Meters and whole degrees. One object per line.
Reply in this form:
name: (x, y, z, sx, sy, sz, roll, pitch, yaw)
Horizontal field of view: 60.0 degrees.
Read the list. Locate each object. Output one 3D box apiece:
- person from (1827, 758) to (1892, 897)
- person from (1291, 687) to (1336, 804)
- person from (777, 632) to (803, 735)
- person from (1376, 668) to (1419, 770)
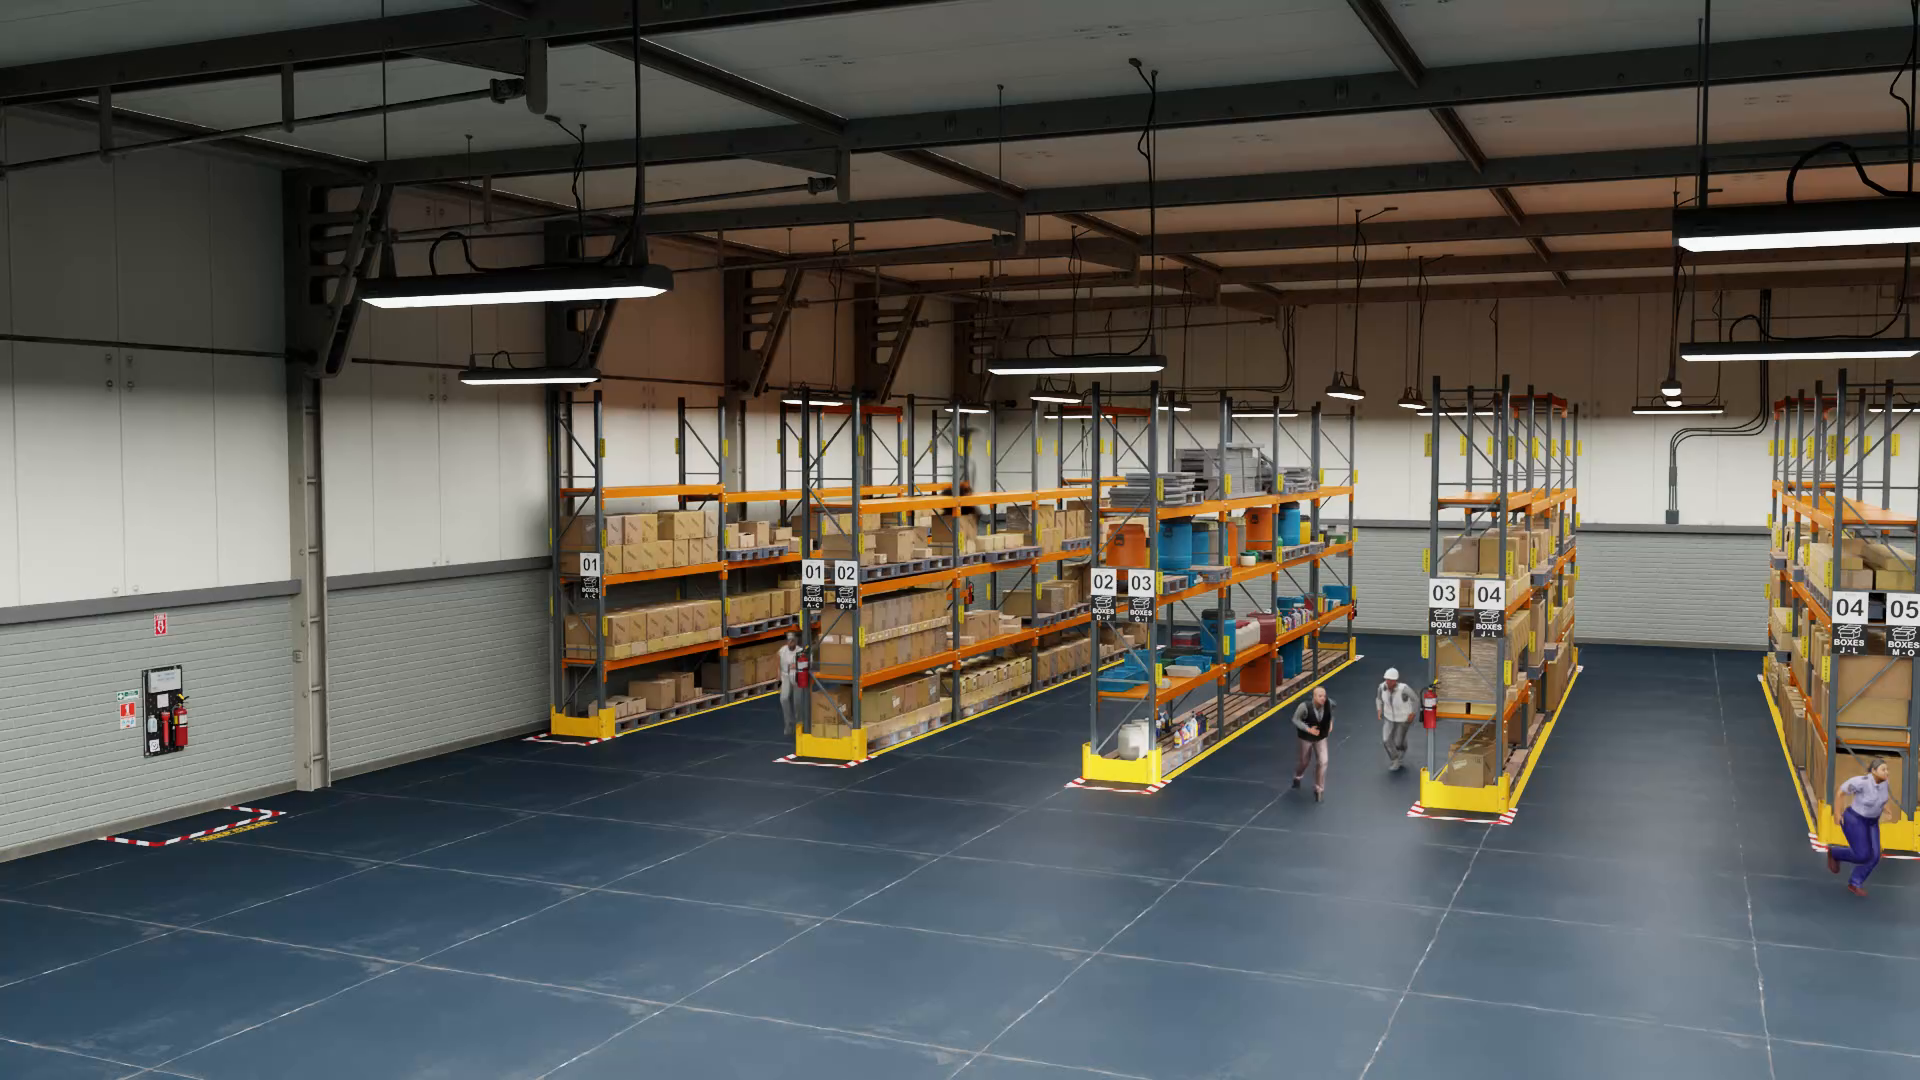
person: (10.122, 3.204, 18.703, 0.599, 1.587, 0.703, -1, 3, -22)
person: (5.025, 2.894, 23.824, 0.701, 1.681, 0.994, -1, 3, -11)
person: (-2.936, 2.517, 29.306, 0.687, 1.830, 0.871, 1, 3, 10)
person: (6.835, 2.774, 25.930, 0.676, 1.623, 0.953, 2, 4, 32)
